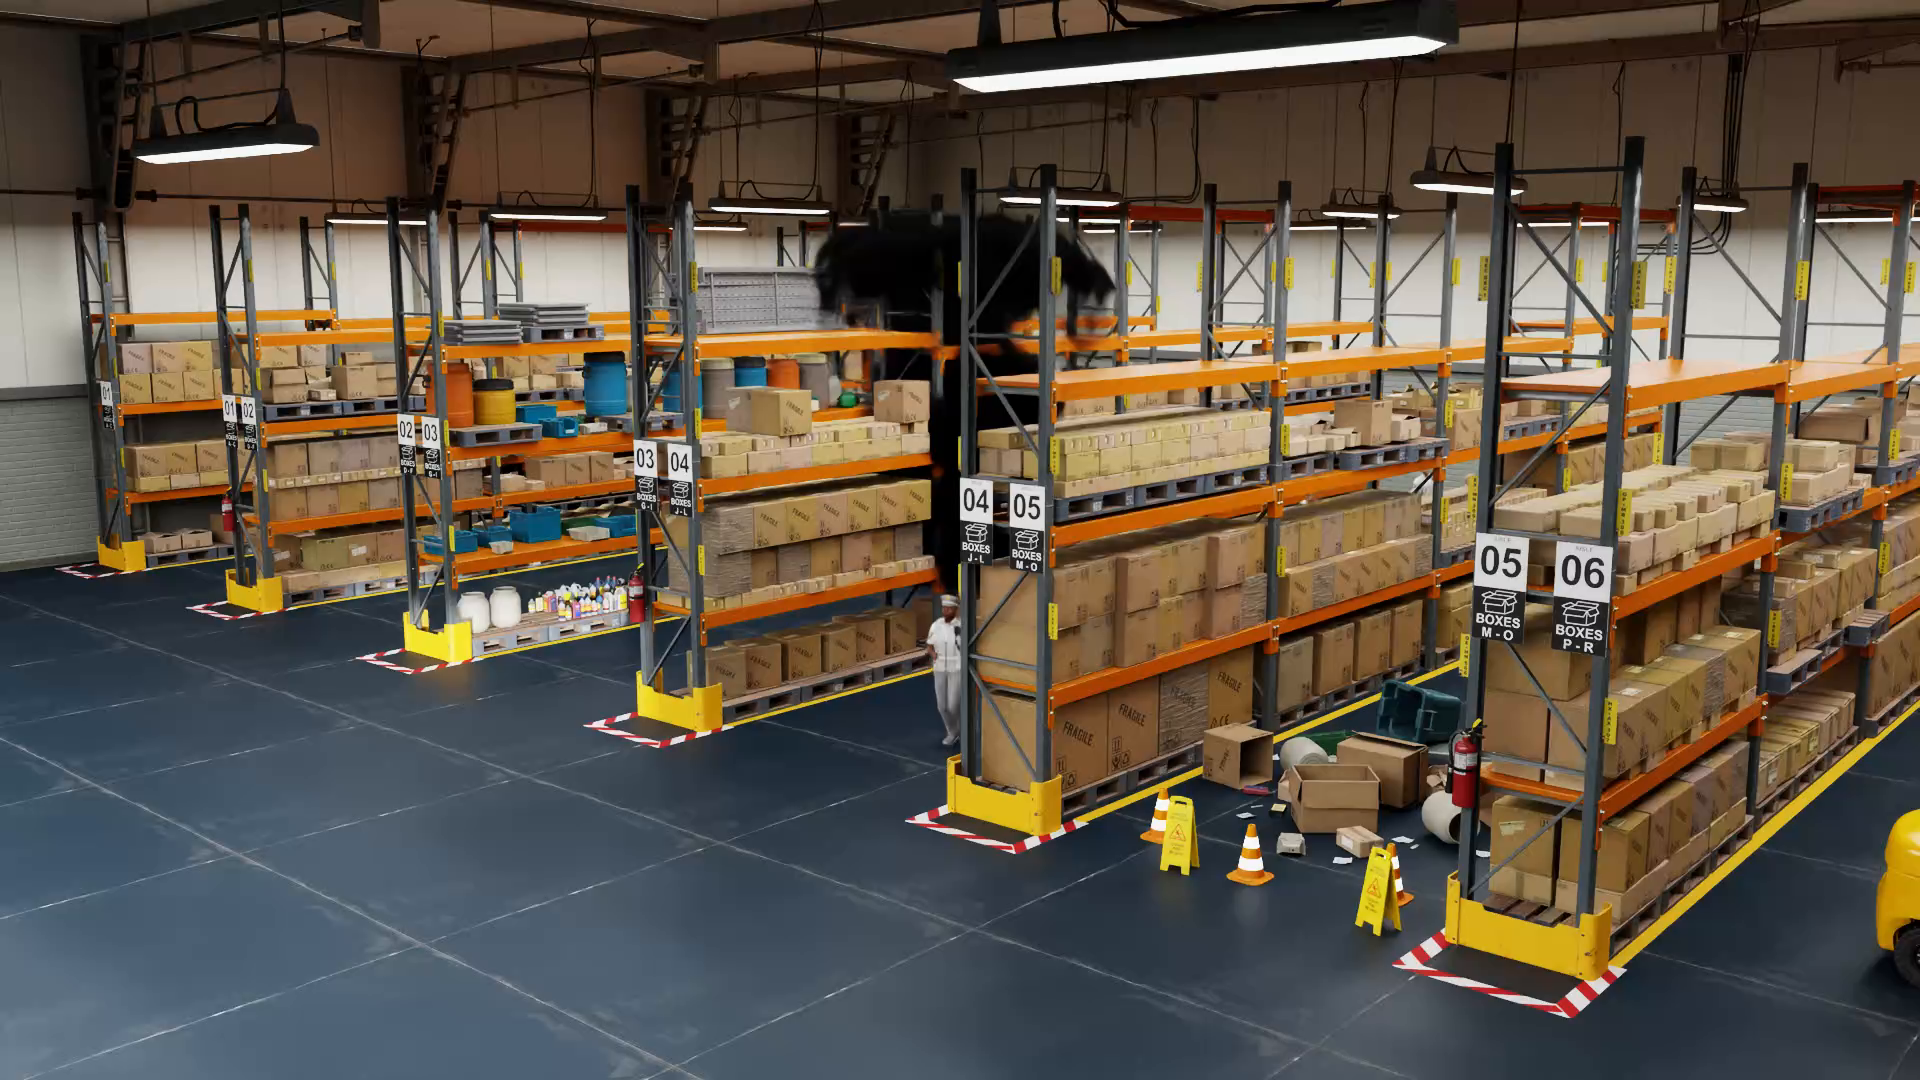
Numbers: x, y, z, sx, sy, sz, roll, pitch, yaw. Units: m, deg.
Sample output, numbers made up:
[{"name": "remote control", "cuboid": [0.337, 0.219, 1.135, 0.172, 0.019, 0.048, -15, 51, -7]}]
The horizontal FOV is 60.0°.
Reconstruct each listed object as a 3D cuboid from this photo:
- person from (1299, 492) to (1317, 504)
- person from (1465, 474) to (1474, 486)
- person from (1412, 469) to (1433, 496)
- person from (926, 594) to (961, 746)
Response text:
[{"name": "person", "cuboid": [5.440, 0.014, 25.865, 0.666, 1.790, 0.825, 8, 12, 40]}, {"name": "person", "cuboid": [8.321, -0.209, 27.205, 0.724, 1.760, 0.967, 8, 13, 41]}, {"name": "person", "cuboid": [8.541, -0.653, 30.245, 0.626, 1.623, 0.547, 0, 9, -2]}, {"name": "person", "cuboid": [-0.100, 1.407, 17.748, 0.577, 1.682, 0.629, 4, 10, 22]}]
